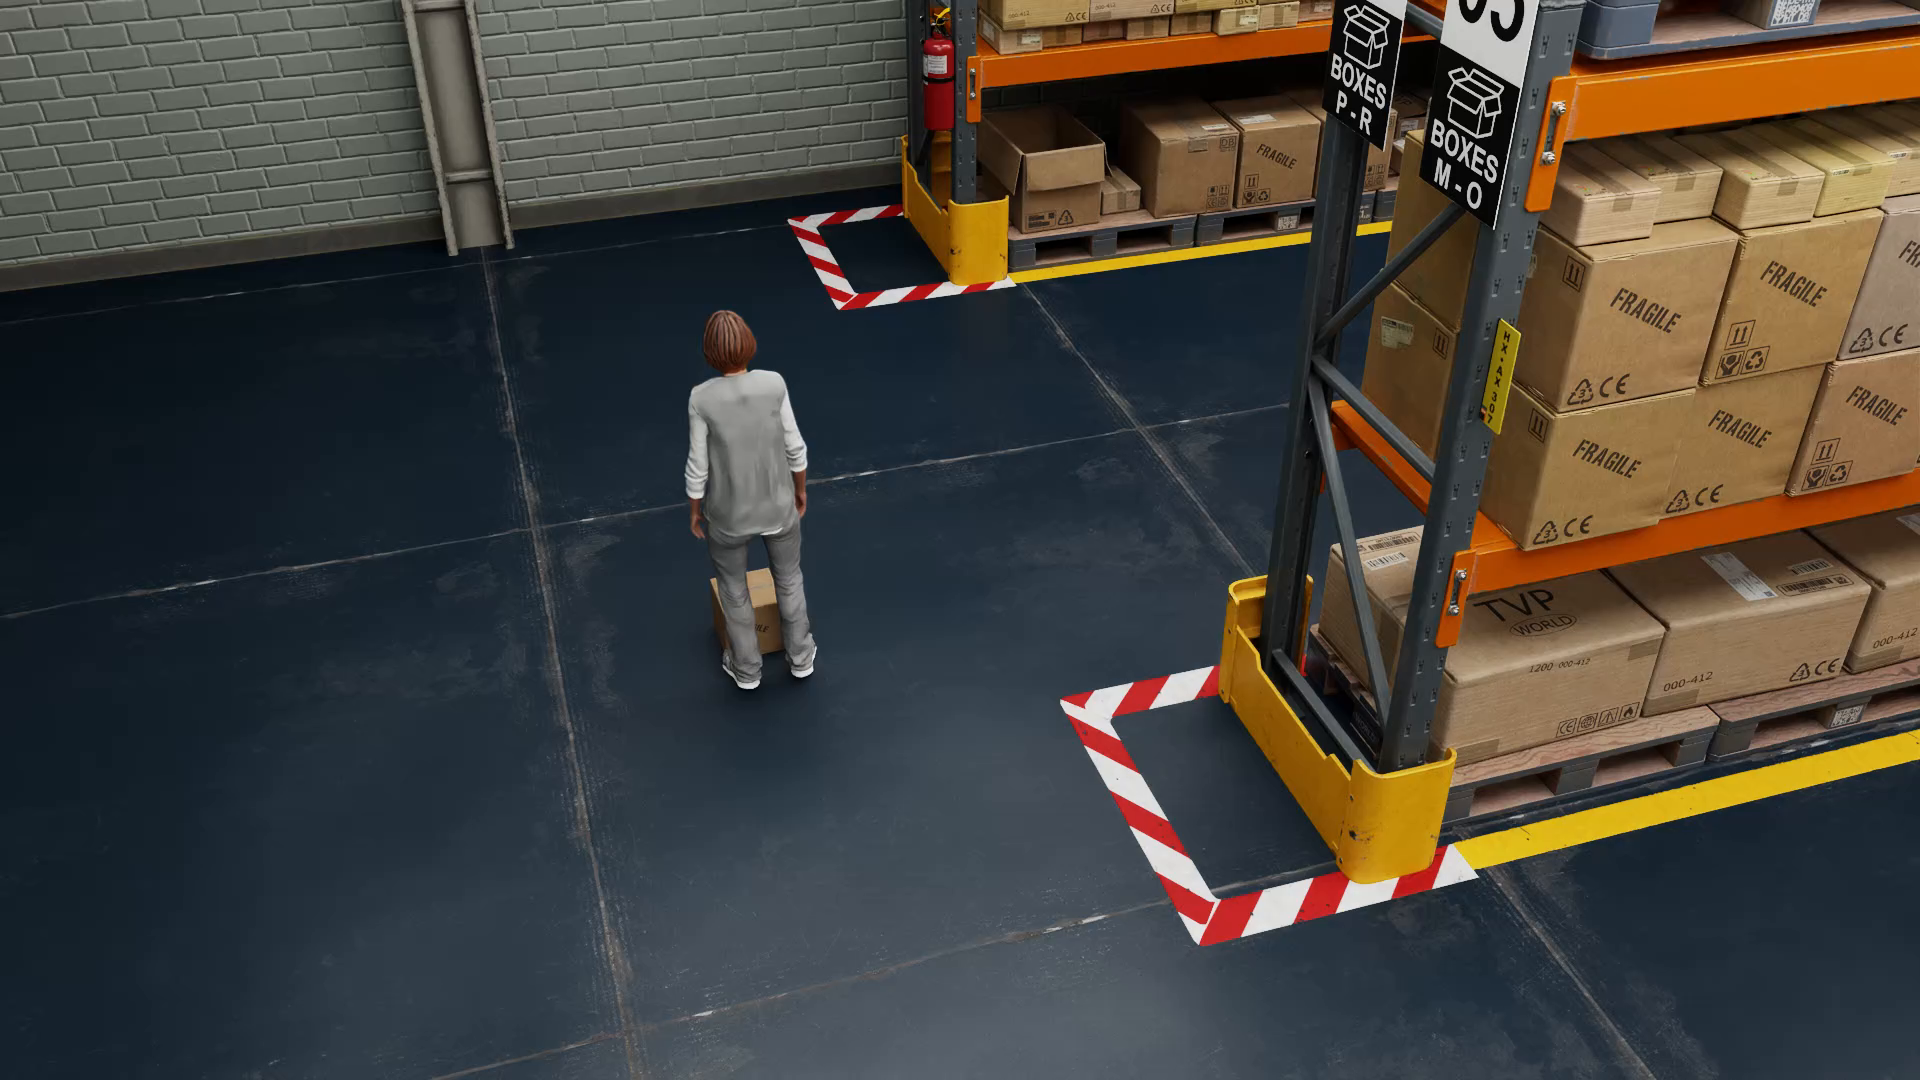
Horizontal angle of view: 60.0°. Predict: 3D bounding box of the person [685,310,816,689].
[{"bbox_3d":[-0.797,-0.119,6.327,0.473,1.592,0.350,-11,36,-15],"label":"person"}]
